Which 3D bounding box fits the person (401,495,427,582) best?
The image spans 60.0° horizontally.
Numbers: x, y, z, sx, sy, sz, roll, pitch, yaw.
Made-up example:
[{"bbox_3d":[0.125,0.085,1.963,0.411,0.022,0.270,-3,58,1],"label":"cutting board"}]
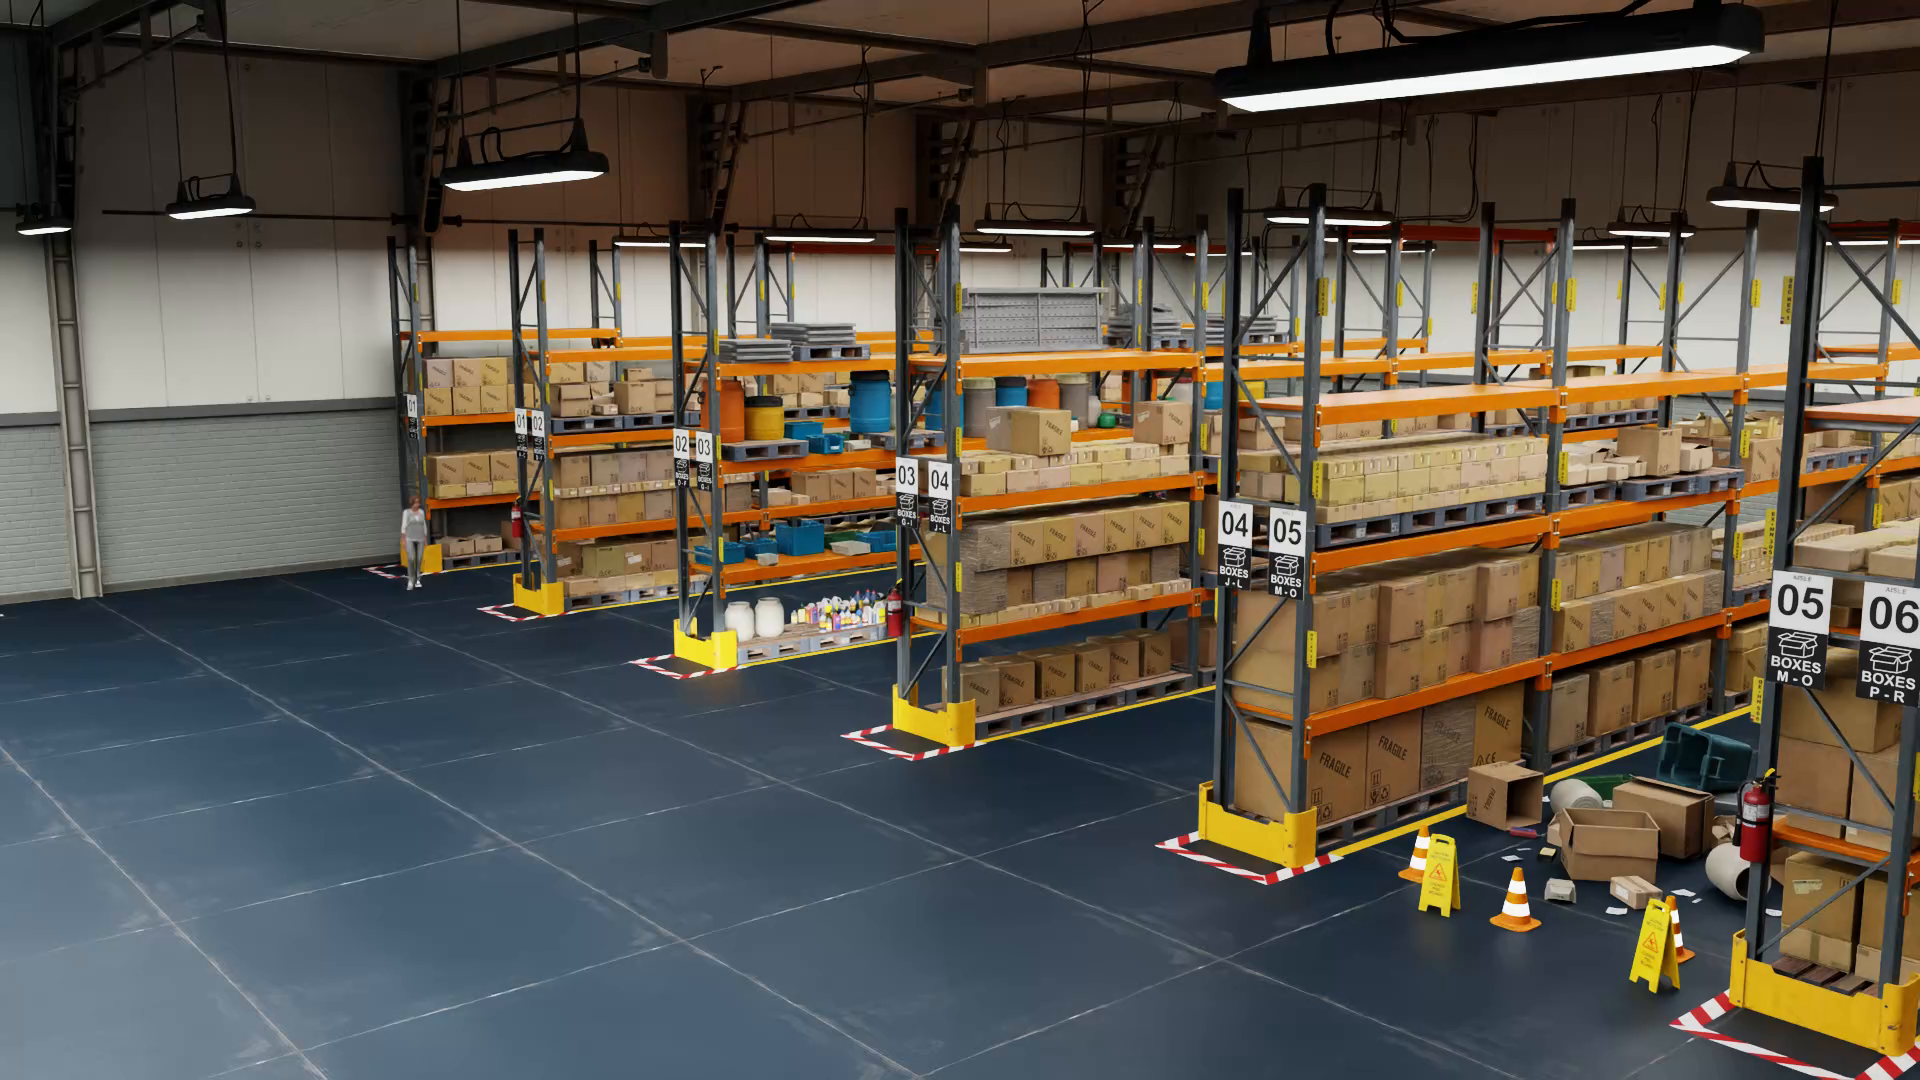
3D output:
[{"bbox_3d":[-9.282,-0.010,28.285,0.452,1.520,0.448,-7,11,-39],"label":"person"}]
